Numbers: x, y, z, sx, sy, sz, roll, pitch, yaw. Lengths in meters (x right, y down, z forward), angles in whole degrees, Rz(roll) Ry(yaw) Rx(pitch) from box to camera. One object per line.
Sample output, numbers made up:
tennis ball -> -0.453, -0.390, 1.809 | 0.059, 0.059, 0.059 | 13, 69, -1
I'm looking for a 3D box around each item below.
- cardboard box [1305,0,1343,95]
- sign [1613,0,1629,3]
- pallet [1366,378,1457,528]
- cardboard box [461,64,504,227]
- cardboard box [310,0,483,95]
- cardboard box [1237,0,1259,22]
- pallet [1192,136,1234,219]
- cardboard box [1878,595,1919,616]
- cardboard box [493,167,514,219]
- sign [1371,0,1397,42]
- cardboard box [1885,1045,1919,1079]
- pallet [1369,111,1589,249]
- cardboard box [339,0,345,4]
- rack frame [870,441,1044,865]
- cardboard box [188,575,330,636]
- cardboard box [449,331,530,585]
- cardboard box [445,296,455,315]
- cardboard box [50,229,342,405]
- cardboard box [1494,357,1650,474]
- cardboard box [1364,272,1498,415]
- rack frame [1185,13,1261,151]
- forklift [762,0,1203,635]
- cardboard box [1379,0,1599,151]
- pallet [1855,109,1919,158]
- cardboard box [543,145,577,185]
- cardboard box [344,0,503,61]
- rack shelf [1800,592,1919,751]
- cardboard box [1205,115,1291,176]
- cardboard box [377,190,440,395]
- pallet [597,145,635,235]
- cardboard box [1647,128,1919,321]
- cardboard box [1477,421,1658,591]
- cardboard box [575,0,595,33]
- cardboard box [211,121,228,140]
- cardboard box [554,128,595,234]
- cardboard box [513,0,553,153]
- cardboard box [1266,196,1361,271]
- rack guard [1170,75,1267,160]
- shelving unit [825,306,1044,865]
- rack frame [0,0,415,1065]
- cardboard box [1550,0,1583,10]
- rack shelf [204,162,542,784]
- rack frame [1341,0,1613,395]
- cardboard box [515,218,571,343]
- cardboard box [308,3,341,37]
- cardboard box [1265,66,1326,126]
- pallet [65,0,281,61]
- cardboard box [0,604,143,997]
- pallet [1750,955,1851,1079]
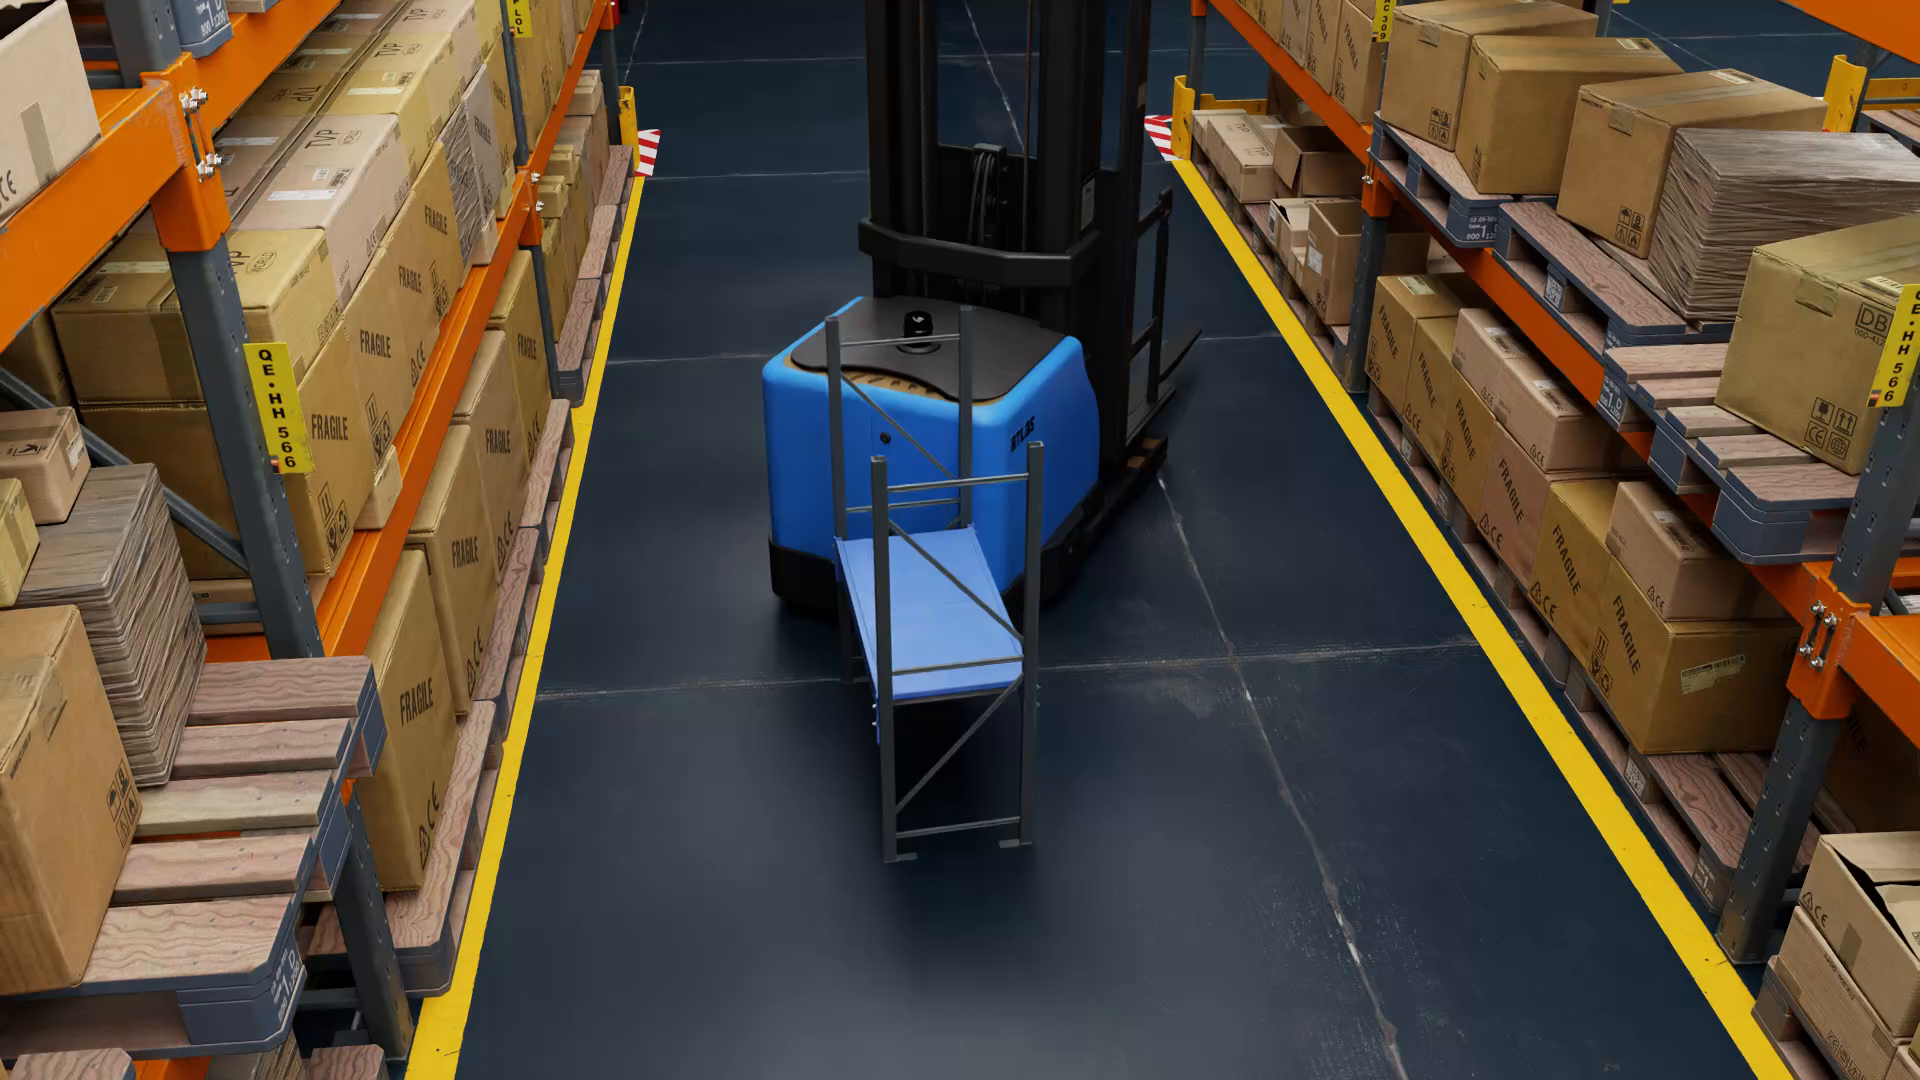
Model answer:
cardboard box -> 2.123, -2.632, 8.634 | 0.500, 0.500, 0.500 | -2, 31, -3
sign -> 3.027, -2.609, 7.563 | 0.100, 0.325, 0.005 | -3, 31, -5
pallet -> 2.588, -0.472, 7.835 | 1.003, 0.211, 1.213 | -3, 31, -5
cardboard box -> -2.106, -1.539, 6.495 | 0.500, 0.500, 0.500 | -3, 31, -4
cardboard box -> -2.121, -1.857, 6.296 | 0.500, 0.250, 0.500 | -2, 31, -4
cardboard box -> 1.977, -3.409, 9.935 | 0.500, 0.500, 0.500 | -3, 31, -5
pallet -> 2.183, -2.482, 11.200 | 1.003, 0.211, 1.213 | -3, 31, -5
cardboard box -> 3.036, 0.330, 5.780 | 0.500, 0.500, 0.500 | -4, 31, -6
cardboard box -> -2.097, -1.458, 6.991 | 0.380, 0.149, 0.250 | -2, 31, -4
sign -> 1.935, -2.425, 7.540 | 0.100, 0.325, 0.005 | -3, 31, -5
cardboard box -> 2.652, 1.497, 4.090 | 0.500, 0.250, 0.500 | -4, 31, -6
pallet -> 2.440, -1.587, 7.170 | 1.003, 0.211, 1.213 | -3, 31, -5
cardboard box -> -2.674, -2.098, 6.698 | 0.500, 0.250, 0.500 | -2, 31, -3
rack frame -> -0.007, 0.390, 5.134 | 0.500, 1.500, 0.032 | -6, 31, -10
cardboard box -> -1.884, 0.119, 4.352 | 0.380, 0.149, 0.250 | -3, 31, -5
cardboard box -> -2.181, -0.322, 6.551 | 0.750, 0.750, 0.750 | -2, 31, -3
cardboard box -> -2.069, -0.935, 6.115 | 0.380, 0.149, 0.250 | -4, 31, -6
cardboard box -> -1.872, -0.562, 4.127 | 0.500, 0.250, 0.500 | -2, 31, -3
cardboard box -> 2.418, -0.495, 6.432 | 0.500, 0.250, 0.500 | -3, 31, -6
cardboard box -> 2.277, -0.940, 7.907 | 0.500, 0.500, 0.500 | -4, 31, -7
rack frame -> 2.101, -4.125, 11.231 | 1.000, 3.000, 0.127 | -3, 31, -5
forklift -> 0.320, -1.568, 7.016 | 1.130, 2.935, 3.031 | 14, 33, 22
cardboard box -> 2.296, -2.054, 7.256 | 0.700, 0.500, 0.500 | -13, 33, -21
pallet -> 7.071, -2.741, 11.632 | 1.003, 0.211, 1.213 | -3, 31, -5
cardboard box -> -2.324, -2.066, 9.180 | 0.380, 0.149, 0.250 | -4, 31, -6
cardboard box -> -2.159, -2.119, 6.734 | 0.500, 0.250, 0.500 | -2, 31, -3
rack shelf -> 3.035, 1.289, 2.868 | 1.077, 0.370, 4.000 | -3, 31, -5
cardboard box -> 1.916, -2.587, 10.909 | 0.500, 0.250, 0.500 | -3, 31, -5
cardboard box -> -1.959, -0.762, 5.194 | 0.500, 0.500, 0.500 | -3, 31, -5
pallet -> -2.678, -2.284, 10.869 | 1.003, 0.211, 1.213 | -3, 31, -5
cardboard box -> 2.782, -1.056, 5.586 | 0.700, 0.500, 0.500 | 3, 31, 5
cardboard box -> 2.424, -0.155, 6.592 | 0.500, 0.500, 0.500 | -4, 31, -6
cardboard box -> -2.694, -3.384, 9.698 | 0.980, 0.700, 0.700 | -3, 31, -5
cardboard box -> -2.474, -1.049, 4.942 | 0.500, 0.250, 0.500 | -4, 31, -6
cardboard box -> -2.572, -2.128, 9.916 | 0.700, 0.500, 0.500 | -4, 31, -6
cardboard box -> -2.492, -2.250, 7.800 | 0.980, 0.700, 0.700 | -2, 31, -4
cardboard box -> 2.069, -1.778, 9.494 | 0.500, 0.311, 0.500 | -3, 31, -5
rack guard -> 2.108, -3.013, 11.807 | 1.175, 0.500, 0.348 | -3, 31, -5
shelving unit -> -0.106, 0.134, 5.562 | 0.538, 1.500, 1.048 | -6, 31, -10
rack frame -> -2.084, 0.198, 3.993 | 1.000, 3.000, 0.127 | -3, 31, -5
cardboard box -> 2.710, -2.809, 7.956 | 0.500, 0.500, 0.500 | -2, 31, -3
rack shelf -> -2.270, -0.514, 5.887 | 1.077, 0.370, 4.000 | -3, 31, -5
rack frame -> 2.474, -2.083, 7.812 | 1.000, 3.000, 0.127 | -3, 31, -5
cardboard box -> -2.425, -1.338, 8.592 | 0.700, 0.500, 0.500 | -2, 31, -4
cardboard box -> -2.618, -1.831, 6.252 | 0.500, 0.250, 0.500 | -2, 31, -4
cardboard box -> 2.397, -2.975, 11.314 | 0.500, 0.500, 0.500 | -3, 31, -5
pallet -> -2.197, -1.334, 3.818 | 1.213, 0.211, 1.003 | -1, 31, -2
cardboard box -> -1.951, 0.490, 2.978 | 0.700, 0.500, 0.500 | -6, 31, -9
pallet -> 2.886, 1.578, 4.401 | 1.003, 0.211, 1.213 | -3, 31, -5
